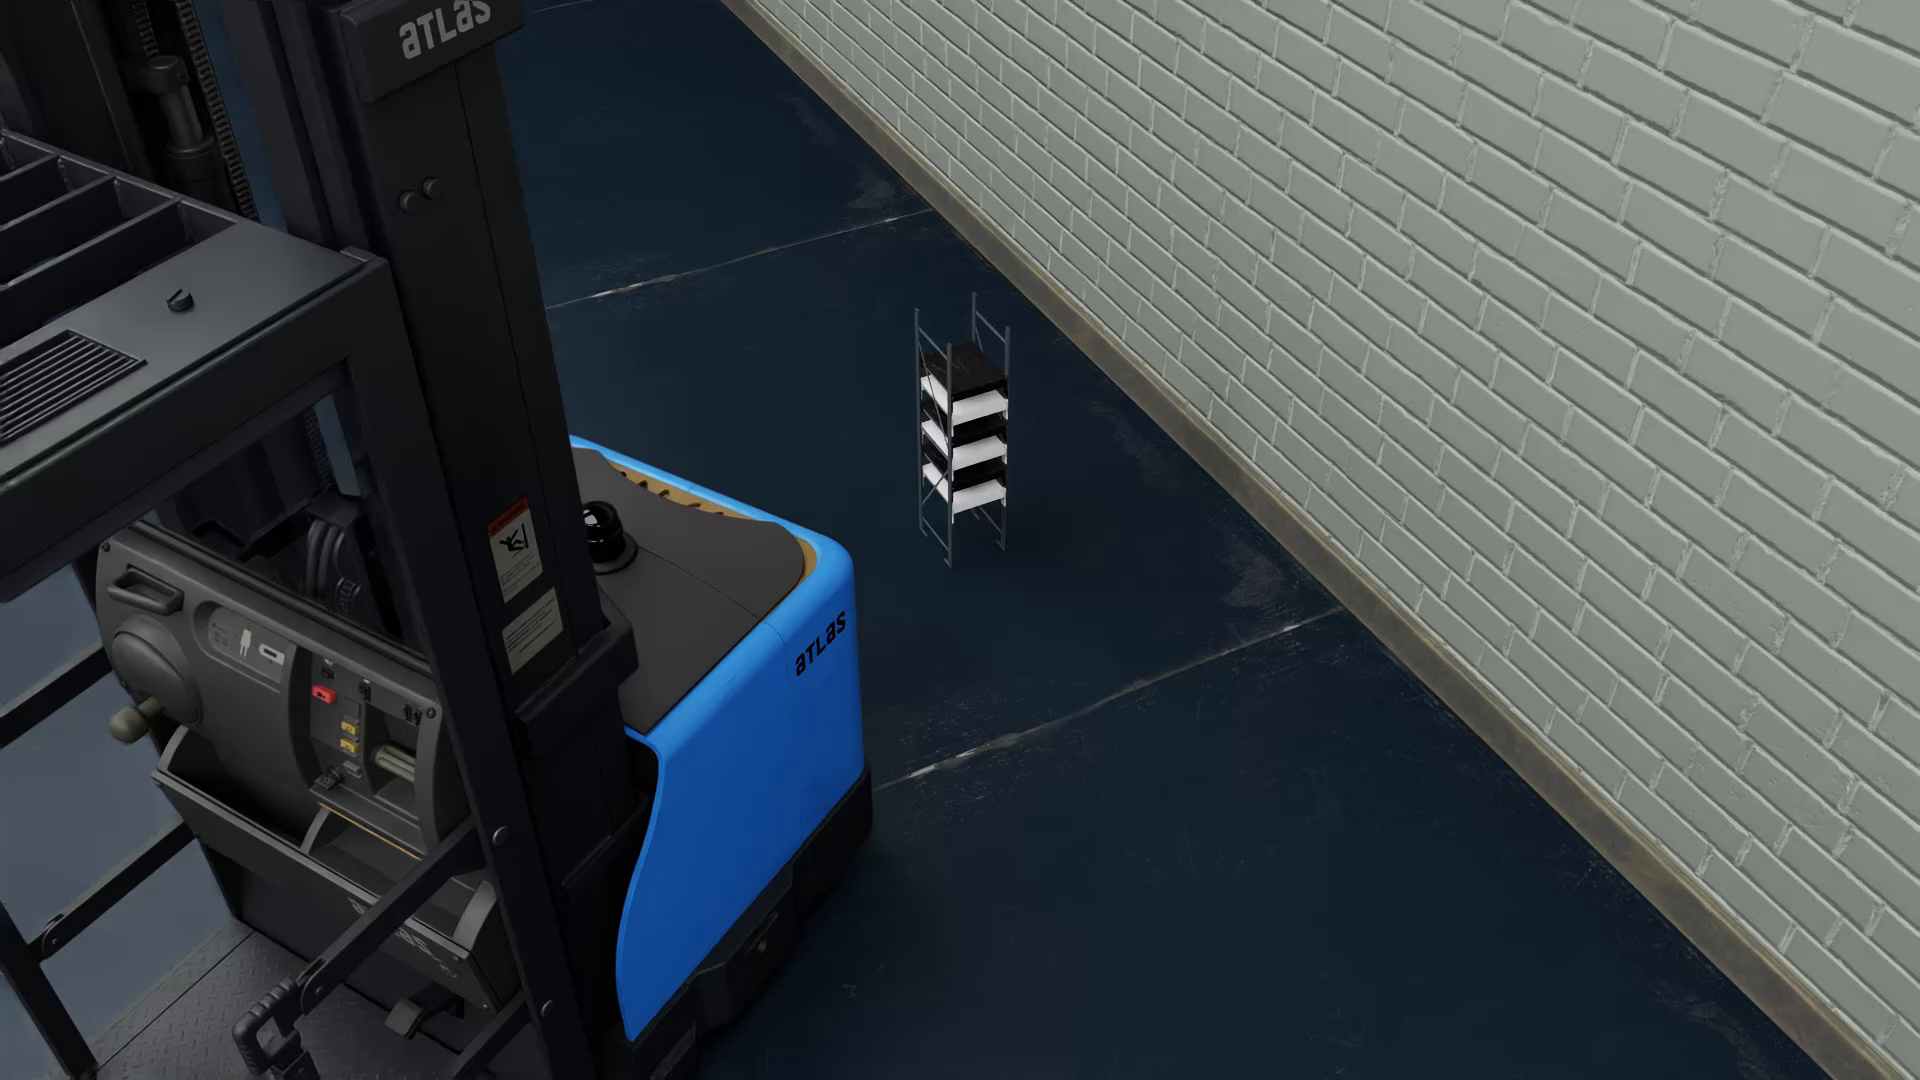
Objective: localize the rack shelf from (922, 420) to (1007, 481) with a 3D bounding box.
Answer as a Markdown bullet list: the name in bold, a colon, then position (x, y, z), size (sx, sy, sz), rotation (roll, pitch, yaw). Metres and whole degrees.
- **rack shelf**: position (0.007, -0.320, 5.484), size (0.200, 0.077, 0.258), rotation (-19, 44, -21)

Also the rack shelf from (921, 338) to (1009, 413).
- **rack shelf**: position (0.007, -0.527, 5.309), size (0.200, 0.077, 0.258), rotation (-19, 44, -21)

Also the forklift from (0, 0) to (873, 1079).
- **forklift**: position (-1.437, 0.372, 3.042), size (1.130, 2.935, 3.031), rotation (21, 45, 23)

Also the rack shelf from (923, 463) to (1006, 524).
- **rack shelf**: position (0.007, -0.183, 5.600), size (0.200, 0.077, 0.258), rotation (-19, 44, -21)

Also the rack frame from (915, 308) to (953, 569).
- **rack frame**: position (-0.083, -0.316, 5.426), size (0.006, 0.900, 0.240), rotation (-19, 44, -21)

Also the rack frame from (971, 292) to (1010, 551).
- **rack frame**: position (0.097, -0.376, 5.498), size (0.006, 0.900, 0.240), rotation (-19, 44, -21)

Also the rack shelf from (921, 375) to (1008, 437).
- **rack shelf**: position (0.007, -0.458, 5.367), size (0.200, 0.077, 0.258), rotation (-19, 44, -21)

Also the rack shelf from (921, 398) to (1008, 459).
- **rack shelf**: position (0.007, -0.389, 5.426), size (0.200, 0.077, 0.258), rotation (-19, 44, -21)

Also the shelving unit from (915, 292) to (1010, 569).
- **shelving unit**: position (0.007, -0.346, 5.462), size (0.210, 0.900, 0.258), rotation (-19, 44, -21)

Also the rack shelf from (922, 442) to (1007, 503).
- **rack shelf**: position (0.007, -0.252, 5.542), size (0.200, 0.077, 0.258), rotation (-19, 44, -21)
